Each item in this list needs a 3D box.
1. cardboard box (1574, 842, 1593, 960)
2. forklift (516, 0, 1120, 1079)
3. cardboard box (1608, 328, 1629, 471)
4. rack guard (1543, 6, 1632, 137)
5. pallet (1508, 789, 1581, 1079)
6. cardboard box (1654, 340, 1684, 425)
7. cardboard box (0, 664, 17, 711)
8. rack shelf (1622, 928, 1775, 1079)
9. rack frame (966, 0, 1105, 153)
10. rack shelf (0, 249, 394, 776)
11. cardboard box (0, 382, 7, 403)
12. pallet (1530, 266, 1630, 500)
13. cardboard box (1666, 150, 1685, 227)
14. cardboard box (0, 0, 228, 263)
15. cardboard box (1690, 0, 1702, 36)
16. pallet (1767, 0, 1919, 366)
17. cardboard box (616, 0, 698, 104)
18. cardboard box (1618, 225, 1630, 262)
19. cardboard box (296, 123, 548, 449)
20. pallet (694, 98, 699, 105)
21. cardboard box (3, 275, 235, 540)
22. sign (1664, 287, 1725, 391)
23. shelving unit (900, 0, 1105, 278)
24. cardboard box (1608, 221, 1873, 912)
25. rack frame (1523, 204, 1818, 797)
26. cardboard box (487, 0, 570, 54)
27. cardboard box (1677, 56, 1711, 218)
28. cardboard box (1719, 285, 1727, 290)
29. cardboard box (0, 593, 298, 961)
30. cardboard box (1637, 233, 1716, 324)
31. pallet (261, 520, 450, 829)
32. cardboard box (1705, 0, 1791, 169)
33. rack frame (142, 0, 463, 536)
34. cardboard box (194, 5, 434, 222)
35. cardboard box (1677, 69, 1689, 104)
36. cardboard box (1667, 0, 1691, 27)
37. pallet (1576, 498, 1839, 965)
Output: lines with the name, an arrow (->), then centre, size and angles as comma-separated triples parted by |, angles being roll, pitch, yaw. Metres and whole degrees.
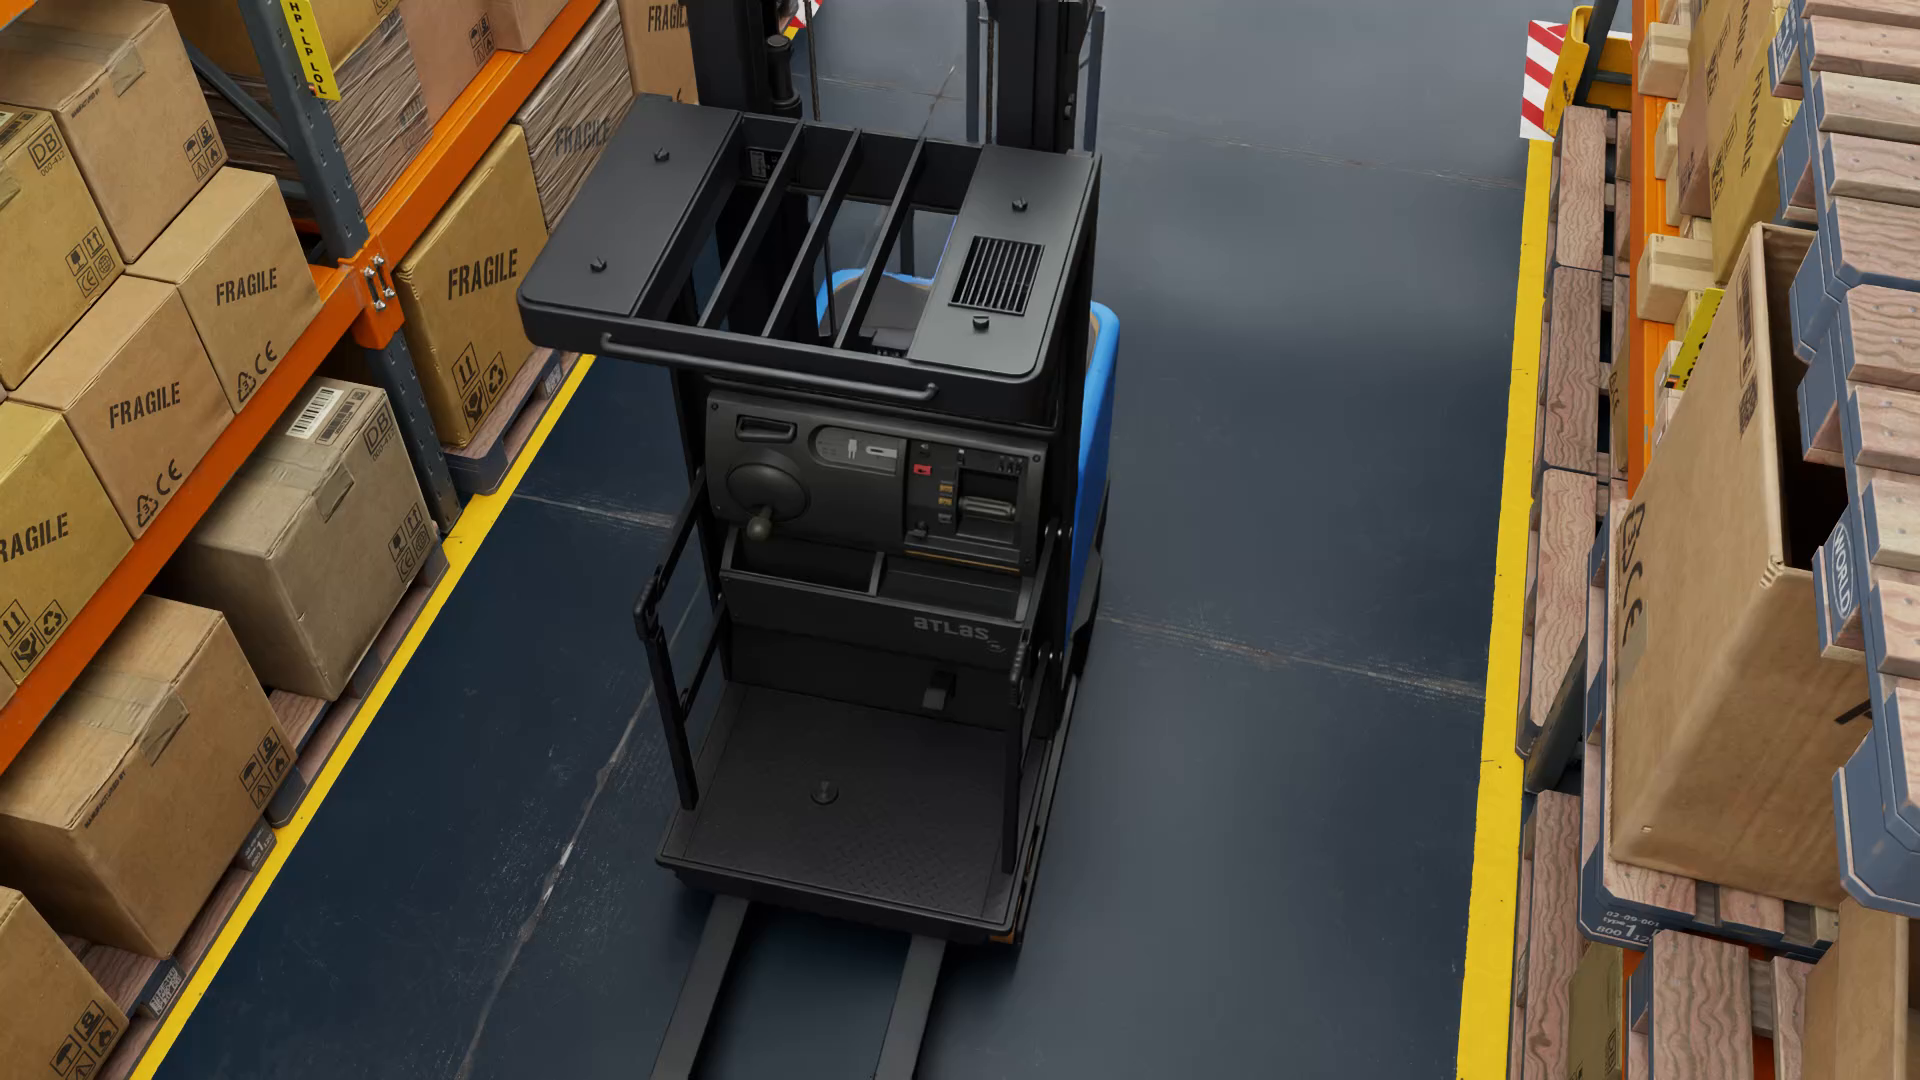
cardboard box -> 2.183, 1.022, 4.722 | 0.700, 0.500, 0.500 | 8, 49, 7
forklift -> -0.280, -0.044, 4.334 | 1.130, 2.935, 3.031 | 10, 49, 8
cardboard box -> 2.740, -0.573, 6.143 | 0.500, 0.500, 0.500 | 8, 49, 7
rack guard -> 3.398, -2.111, 7.780 | 1.175, 0.500, 0.348 | 12, 50, 10
pallet -> 2.162, 1.386, 4.886 | 1.003, 0.211, 1.213 | 12, 50, 10
cardboard box -> 2.213, -0.409, 4.778 | 0.380, 0.149, 0.250 | 12, 50, 10
cardboard box -> -2.670, 0.344, 3.879 | 0.500, 0.500, 0.500 | 11, 50, 10
rack shelf -> 1.839, 1.585, 3.330 | 1.077, 0.370, 4.000 | 12, 50, 10
rack frame -> 0.272, -1.435, 6.516 | 0.500, 1.500, 0.032 | 10, 49, 8
rack shelf -> -2.919, 0.533, 4.259 | 1.077, 0.370, 4.000 | 12, 50, 10
cardboard box -> -2.785, -0.418, 3.884 | 0.700, 0.500, 0.500 | 12, 50, 10
pallet -> 2.827, -0.555, 6.599 | 1.003, 0.211, 1.213 | 12, 50, 10
cardboard box -> 2.515, -1.125, 5.409 | 0.380, 0.149, 0.250 | 12, 50, 10
cardboard box -> -2.518, -1.155, 4.536 | 0.700, 0.500, 0.500 | 11, 49, 9
cardboard box -> 3.058, -1.994, 5.744 | 0.875, 0.500, 0.500 | 12, 50, 10
pallet -> 2.100, -0.605, 2.908 | 1.213, 0.211, 1.003 | 12, 50, 10
cardboard box -> -1.685, -2.341, 7.452 | 0.875, 0.875, 0.875 | 11, 49, 9
cardboard box -> 3.113, -1.417, 6.887 | 0.500, 0.500, 0.500 | 24, 53, 20
cardboard box -> -2.160, -1.029, 6.294 | 0.875, 0.875, 0.875 | 12, 50, 11
pallet -> -1.798, -1.649, 7.565 | 1.003, 0.211, 1.213 | 12, 50, 10
cardboard box -> -2.405, -0.389, 4.526 | 0.500, 0.500, 0.500 | 11, 50, 10
sign -> 1.840, -0.488, 4.103 | 0.100, 0.325, 0.005 | 12, 50, 10
shelving unit -> 0.160, -1.064, 6.188 | 0.538, 1.500, 1.048 | 10, 49, 8
cardboard box -> 2.021, 0.110, 3.472 | 1.000, 1.000, 1.000 | 12, 50, 10
rack frame -> 2.365, -0.100, 4.338 | 1.000, 3.000, 0.127 | 12, 50, 10
cardboard box -> -1.929, -2.240, 6.127 | 0.875, 0.550, 0.550 | 12, 50, 10
cardboard box -> 2.744, -1.281, 5.115 | 0.875, 0.500, 0.500 | 12, 50, 10
cardboard box -> 2.544, -0.545, 4.465 | 0.875, 0.500, 0.500 | 12, 50, 10
cardboard box -> -2.727, 0.617, 4.925 | 1.050, 0.750, 0.750 | 12, 50, 10
cardboard box -> 2.295, -0.781, 5.106 | 0.380, 0.149, 0.250 | 12, 50, 10
pallet -> -2.523, 0.344, 5.806 | 1.003, 0.211, 1.213 | 12, 50, 10
cardboard box -> 2.349, -1.304, 4.468 | 0.500, 0.500, 0.500 | 12, 50, 10
rack frame -> -2.393, -1.152, 5.266 | 1.000, 3.000, 0.127 | 12, 50, 10
cardboard box -> -2.307, -1.471, 5.447 | 0.875, 0.550, 0.550 | 12, 50, 10
cardboard box -> 2.687, -1.478, 5.721 | 0.380, 0.149, 0.250 | 12, 50, 10
cardboard box -> 2.791, -1.845, 6.046 | 0.380, 0.149, 0.250 | 12, 50, 10
pallet -> 2.024, 0.488, 3.947 | 1.003, 0.211, 1.213 | 12, 50, 10
